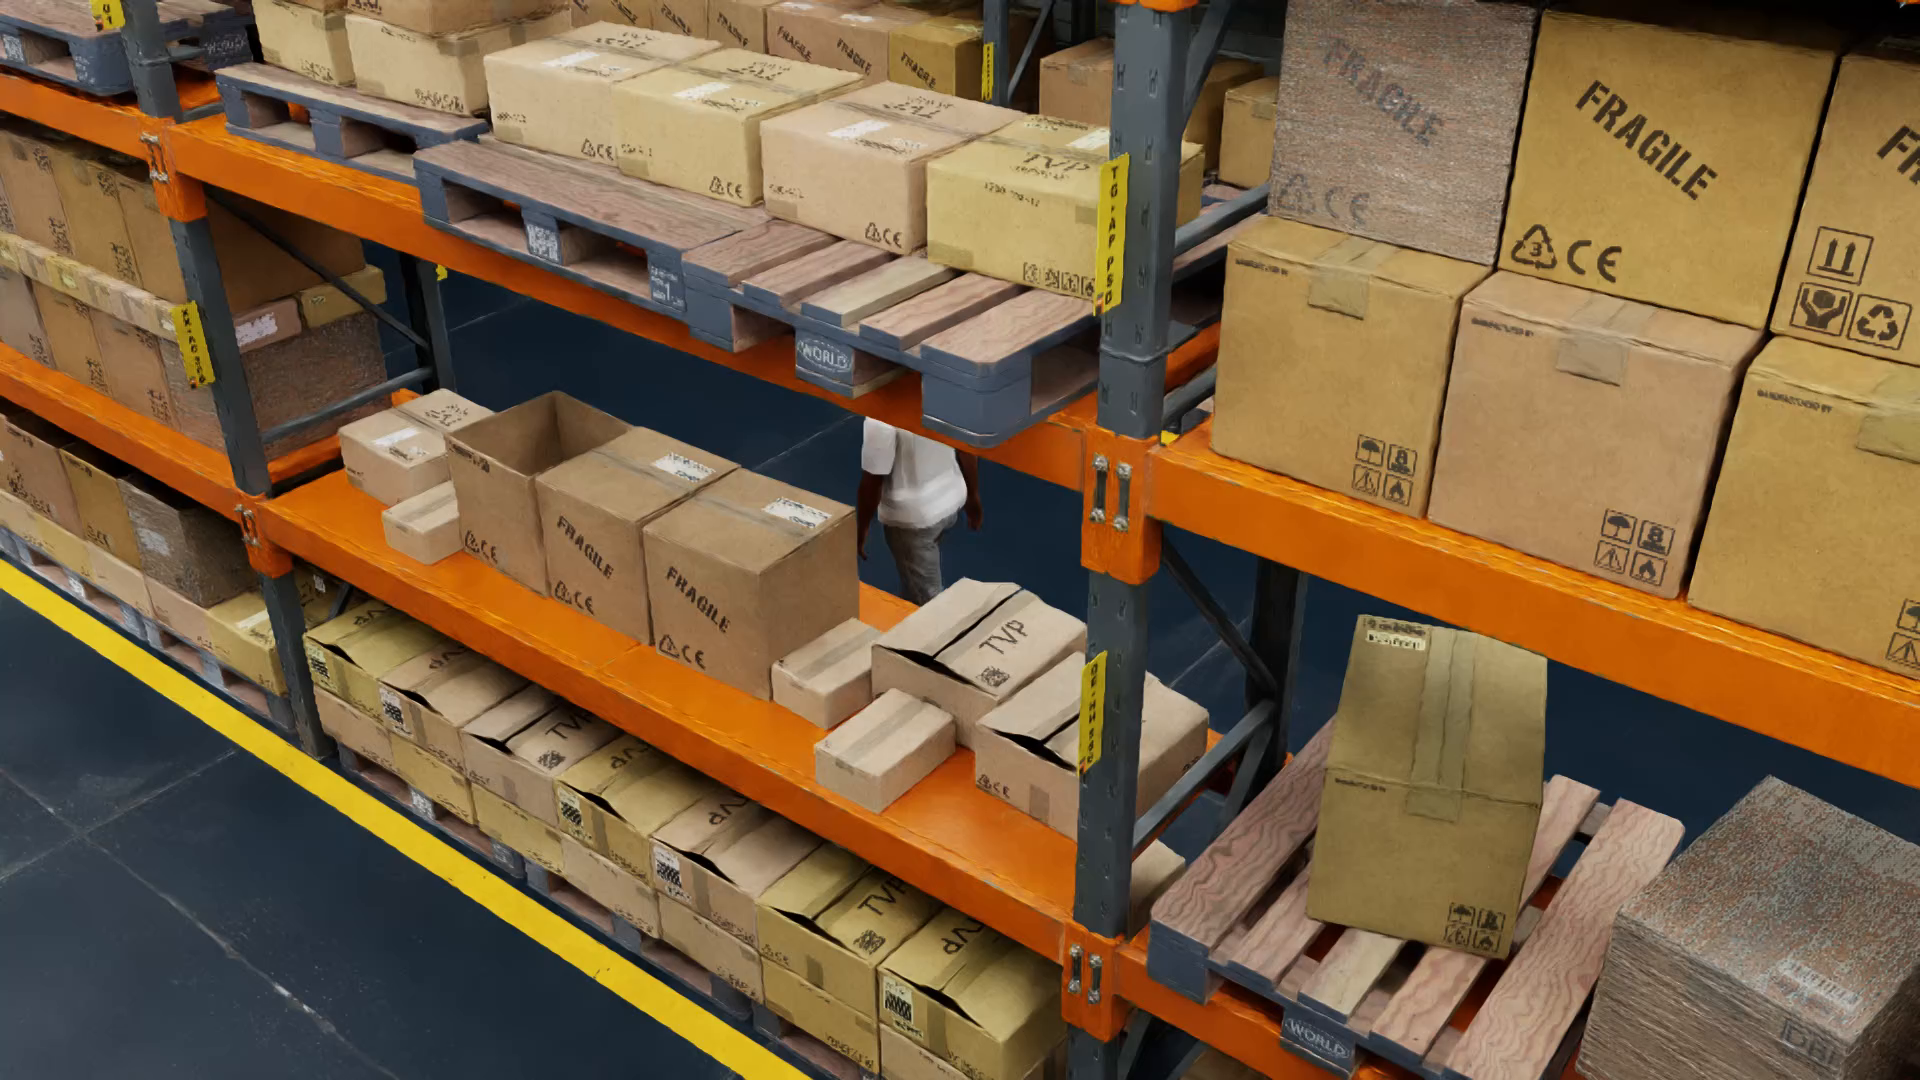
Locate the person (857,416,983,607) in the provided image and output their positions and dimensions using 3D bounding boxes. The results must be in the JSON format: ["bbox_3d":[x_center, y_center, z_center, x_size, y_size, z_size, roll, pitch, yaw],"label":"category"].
[{"bbox_3d":[-0.254,-0.159,7.357,0.795,1.739,0.597,22,37,33],"label":"person"}]
